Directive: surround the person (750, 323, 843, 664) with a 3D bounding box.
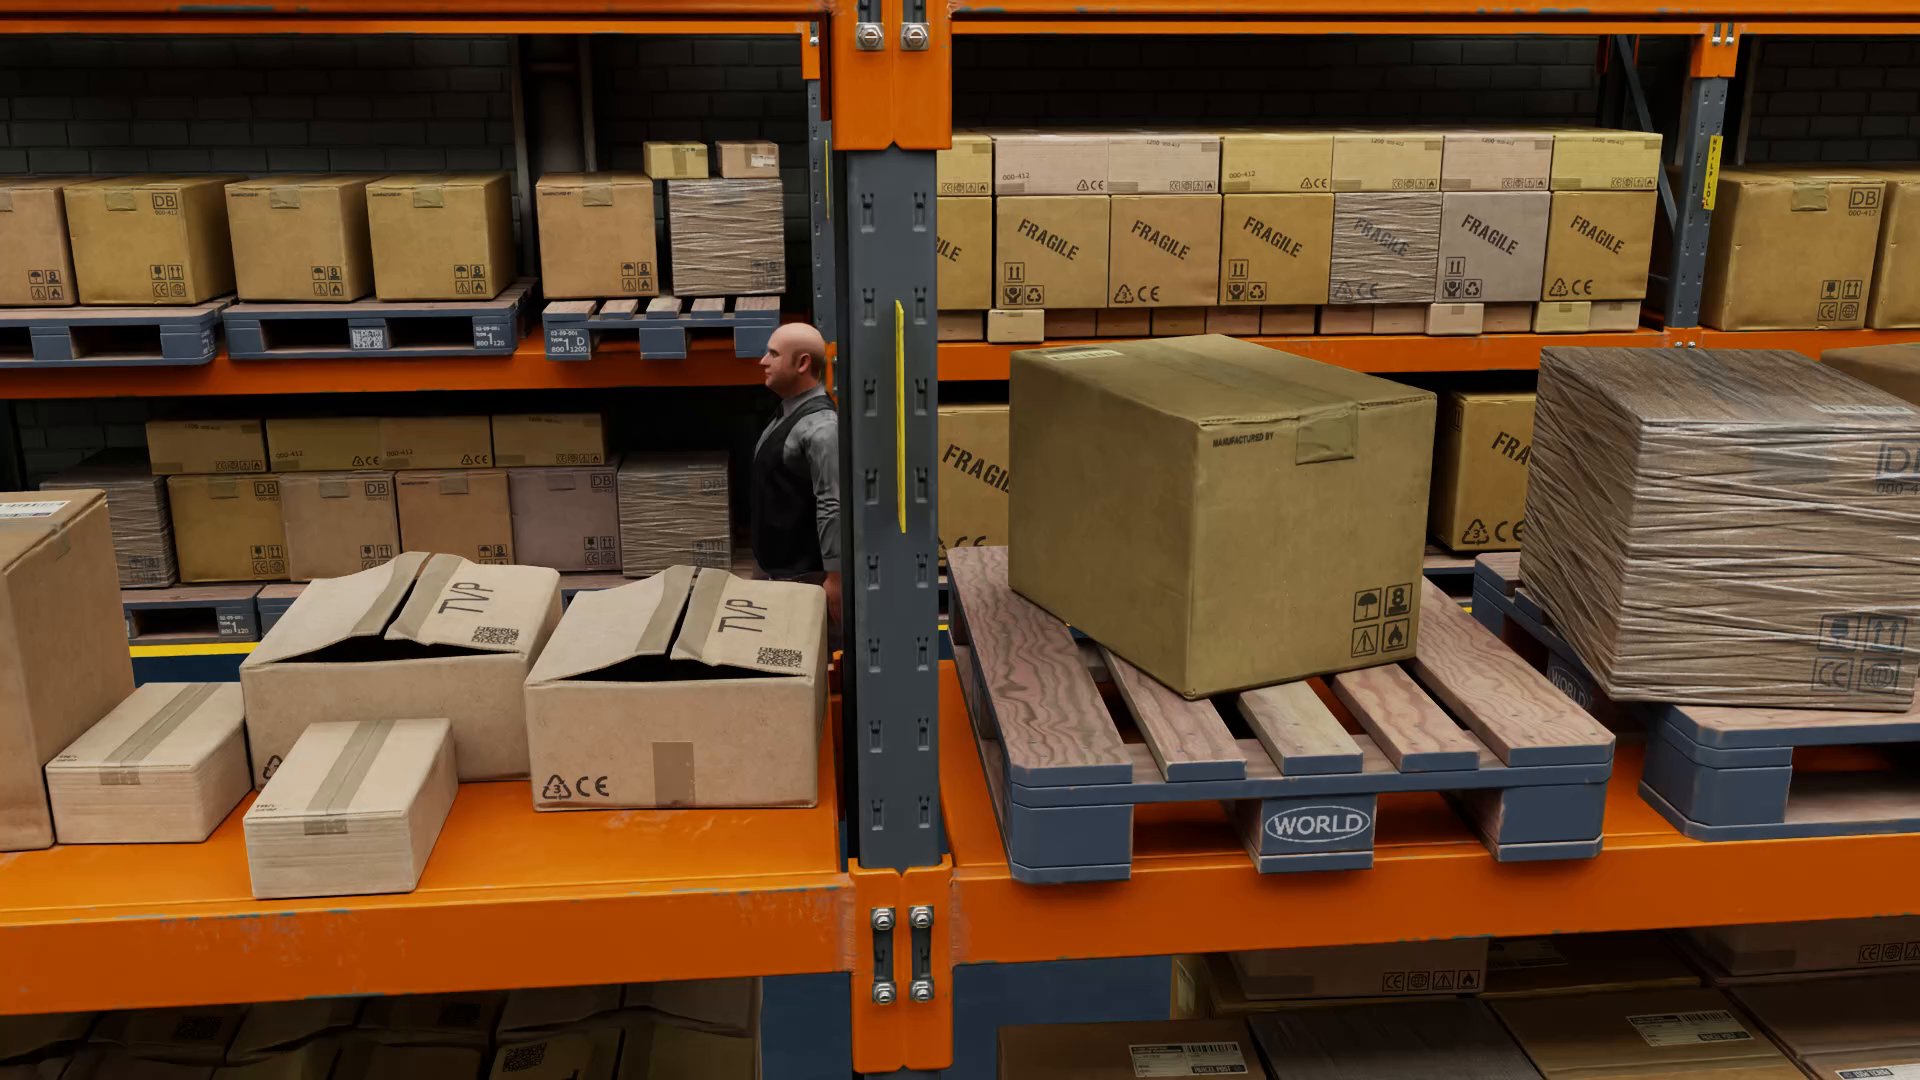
[{"bbox_3d":[-0.586,0.127,5.860,0.952,1.610,0.585,-5,17,-17],"label":"person"}]
